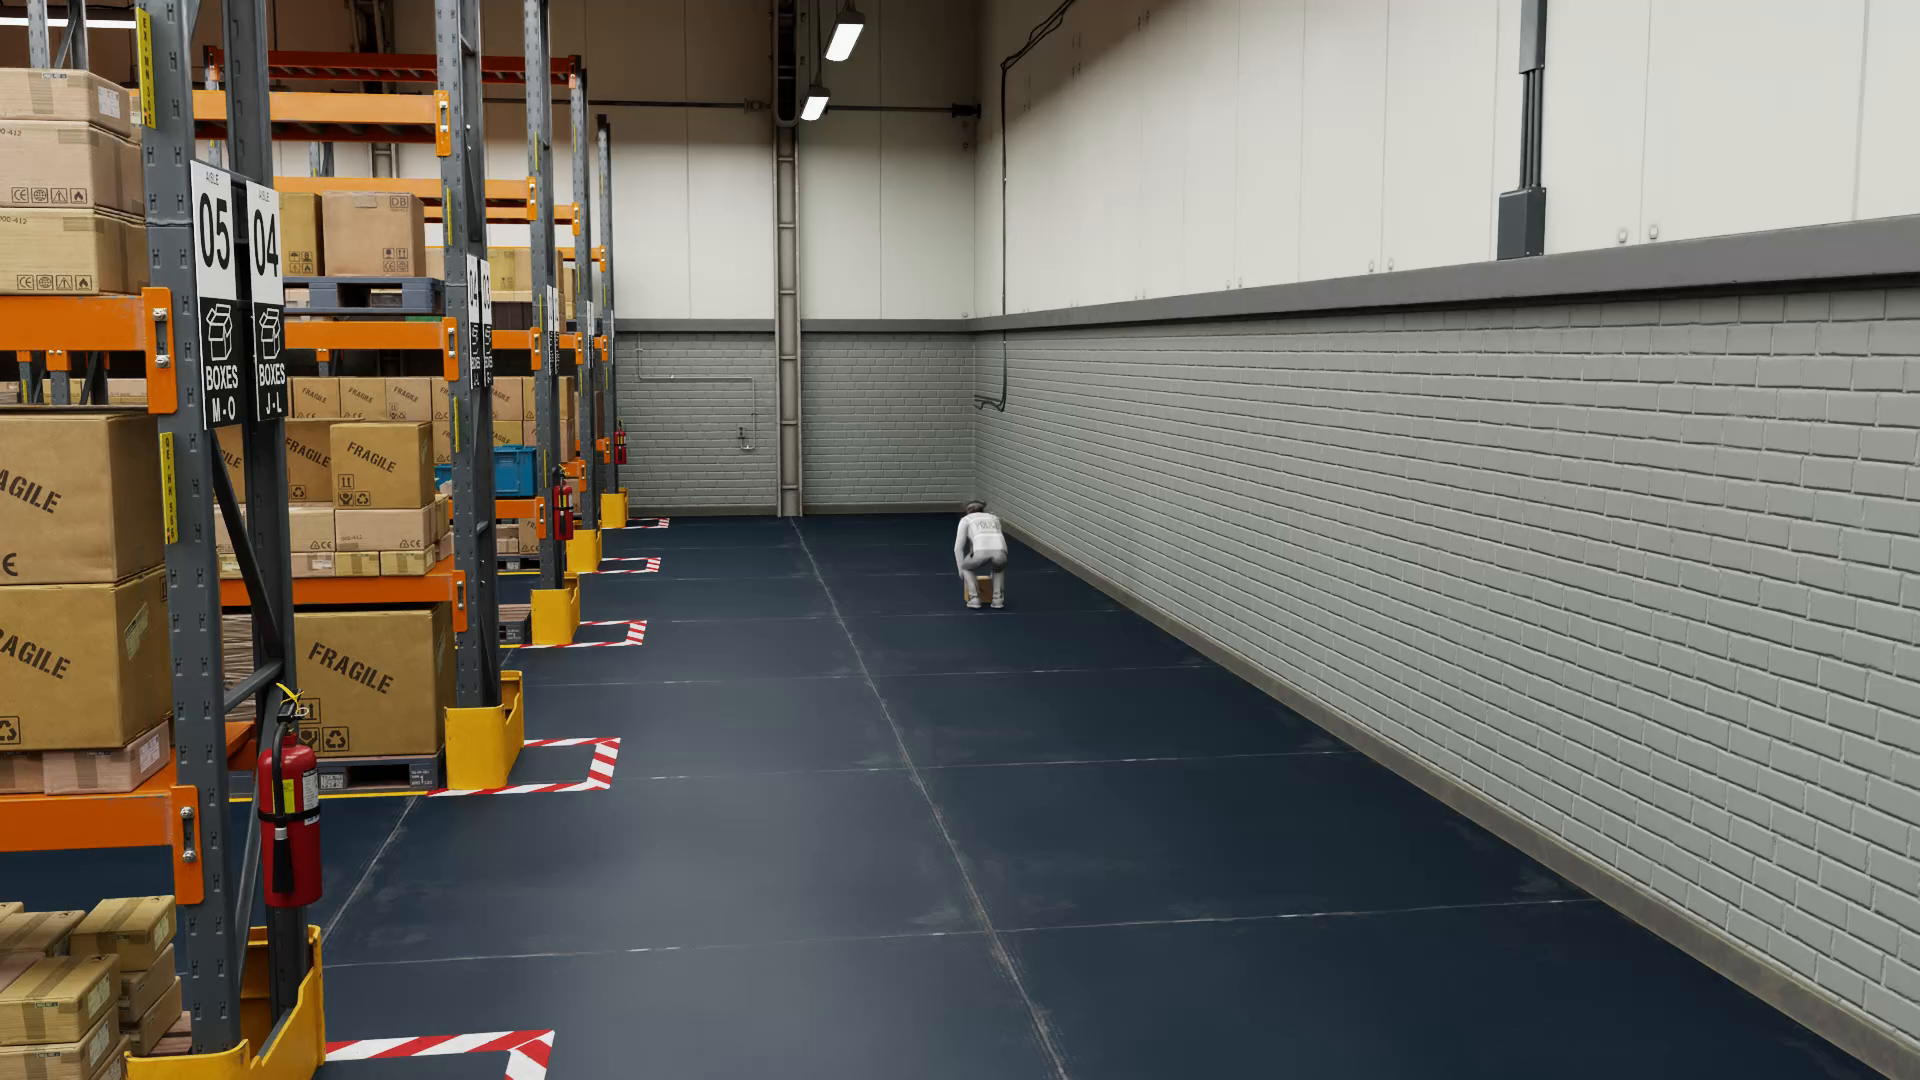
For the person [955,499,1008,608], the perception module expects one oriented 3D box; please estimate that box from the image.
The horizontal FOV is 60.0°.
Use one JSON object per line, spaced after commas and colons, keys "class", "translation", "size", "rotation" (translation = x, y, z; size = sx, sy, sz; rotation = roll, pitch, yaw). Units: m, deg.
{"class": "person", "translation": [0.214, 0.142, 17.083], "size": [0.510, 1.101, 0.819], "rotation": [-1, 7, -9]}
